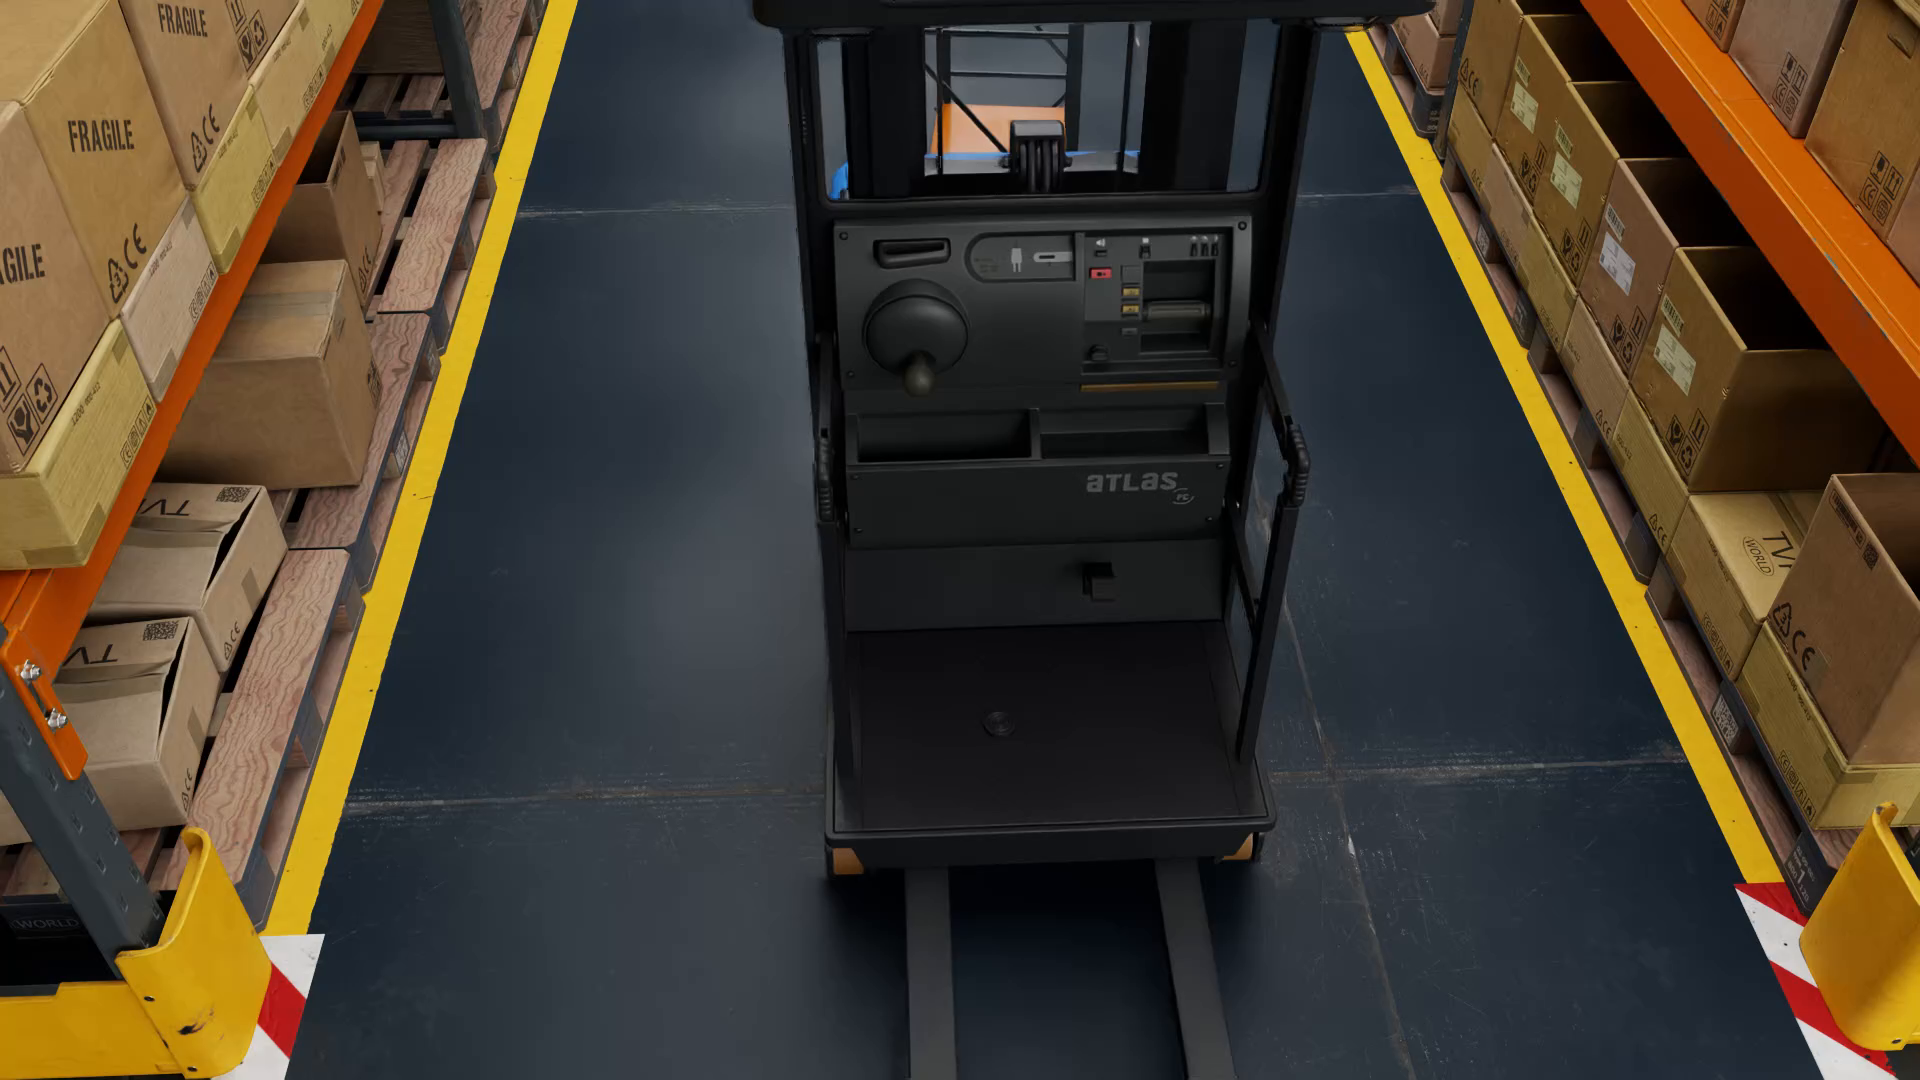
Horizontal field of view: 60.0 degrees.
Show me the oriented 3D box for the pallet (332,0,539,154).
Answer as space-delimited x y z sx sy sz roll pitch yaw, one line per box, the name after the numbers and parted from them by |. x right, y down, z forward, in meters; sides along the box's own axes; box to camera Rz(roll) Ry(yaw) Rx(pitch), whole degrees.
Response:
-2.475 -2.100 7.384 1.003 0.211 1.213 -2 43 -2 | pallet

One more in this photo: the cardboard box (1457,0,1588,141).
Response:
2.216 -1.842 6.209 0.500 0.500 0.500 -2 43 -2 | cardboard box

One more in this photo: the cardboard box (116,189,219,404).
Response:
-2.010 -0.542 3.718 0.500 0.250 0.500 -3 43 -3 | cardboard box

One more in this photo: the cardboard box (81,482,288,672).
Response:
-2.234 0.073 4.615 0.500 0.311 0.500 2 43 2 | cardboard box

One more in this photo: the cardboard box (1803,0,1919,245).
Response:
2.629 -1.088 4.143 0.700 0.500 0.500 -1 43 -2 | cardboard box

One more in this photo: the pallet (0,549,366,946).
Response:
-2.273 0.526 4.520 1.003 0.211 1.213 -2 43 -2 | pallet

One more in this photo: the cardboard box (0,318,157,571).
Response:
-1.974 -0.192 3.336 0.500 0.250 0.500 -3 43 -3 | cardboard box

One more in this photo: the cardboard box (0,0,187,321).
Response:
-2.001 -0.795 3.439 0.500 0.500 0.500 -2 43 -2 | cardboard box

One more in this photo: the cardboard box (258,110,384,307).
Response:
-2.356 -1.143 5.802 0.500 0.500 0.500 -5 43 -5 | cardboard box

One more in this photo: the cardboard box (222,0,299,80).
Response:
-2.051 -1.492 4.199 0.500 0.500 0.500 0 43 0 | cardboard box

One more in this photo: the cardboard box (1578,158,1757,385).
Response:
2.282 -0.830 5.104 0.500 0.500 0.500 -2 43 -2 | cardboard box

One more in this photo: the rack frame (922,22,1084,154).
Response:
0.104 -0.980 5.210 0.500 1.500 0.032 3 43 3 | rack frame

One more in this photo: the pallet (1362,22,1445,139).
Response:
2.439 -2.215 7.510 1.003 0.211 1.213 -2 43 -2 | pallet

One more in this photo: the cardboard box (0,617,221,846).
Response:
-2.210 0.458 4.195 0.500 0.311 0.500 -6 43 -7 | cardboard box

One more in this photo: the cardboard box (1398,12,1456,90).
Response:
2.202 -2.159 7.110 0.500 0.250 0.500 -2 43 -2 | cardboard box

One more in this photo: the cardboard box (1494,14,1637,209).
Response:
2.245 -1.505 5.841 0.500 0.500 0.500 -2 43 -2 | cardboard box

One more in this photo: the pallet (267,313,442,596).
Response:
-2.321 -0.296 5.417 1.003 0.211 1.213 -2 43 -2 | pallet

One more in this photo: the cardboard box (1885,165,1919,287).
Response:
2.645 -0.753 3.778 0.700 0.500 0.500 -1 43 -1 | cardboard box

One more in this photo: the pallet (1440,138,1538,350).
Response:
2.501 -1.181 6.382 1.003 0.211 1.213 -2 43 -2 | pallet

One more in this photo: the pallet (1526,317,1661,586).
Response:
2.556 -0.355 5.481 1.003 0.211 1.213 -2 43 -2 | pallet

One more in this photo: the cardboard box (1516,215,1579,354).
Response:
2.258 -0.891 5.726 0.500 0.250 0.500 -2 43 -2 | cardboard box

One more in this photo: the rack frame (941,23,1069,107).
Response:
0.171 -1.666 5.957 0.500 1.500 0.032 3 43 3 | rack frame

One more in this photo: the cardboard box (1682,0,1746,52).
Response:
2.580 -1.789 4.908 0.700 0.500 0.500 -1 43 -1 | cardboard box

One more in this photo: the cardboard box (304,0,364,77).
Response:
-2.067 -1.567 4.836 0.500 0.250 0.500 -2 43 -2 | cardboard box

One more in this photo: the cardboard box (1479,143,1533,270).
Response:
2.242 -1.228 6.094 0.500 0.250 0.500 -2 43 -2 | cardboard box

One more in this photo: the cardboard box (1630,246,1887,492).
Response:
2.302 -0.492 4.736 0.500 0.500 0.500 -2 43 -2 | cardboard box

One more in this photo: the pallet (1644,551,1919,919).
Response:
2.605 0.467 4.585 1.003 0.211 1.213 -2 43 -2 | pallet

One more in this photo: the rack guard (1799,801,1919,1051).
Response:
2.680 0.891 3.907 1.175 0.500 0.348 -2 43 -2 | rack guard

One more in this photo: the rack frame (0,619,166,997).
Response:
-2.270 0.098 2.923 1.000 3.000 0.127 -2 43 -2 | rack frame

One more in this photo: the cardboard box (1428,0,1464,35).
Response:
2.205 -2.360 6.914 0.500 0.311 0.500 -2 43 -2 | cardboard box

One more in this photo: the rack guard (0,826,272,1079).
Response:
-2.273 0.969 3.823 1.175 0.500 0.348 -2 43 -2 | rack guard

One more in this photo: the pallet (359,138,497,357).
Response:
-2.376 -1.122 6.317 1.003 0.211 1.213 -2 43 -2 | pallet

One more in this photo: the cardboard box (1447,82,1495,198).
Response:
2.226 -1.566 6.463 0.500 0.250 0.500 -2 43 -2 | cardboard box

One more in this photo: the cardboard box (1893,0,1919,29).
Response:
2.429 -1.271 3.863 0.380 0.149 0.250 0 43 0 | cardboard box

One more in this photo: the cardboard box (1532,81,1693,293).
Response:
2.258 -1.167 5.472 0.500 0.500 0.500 -2 43 -2 | cardboard box

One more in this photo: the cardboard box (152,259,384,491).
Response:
-2.215 -0.493 5.093 0.700 0.500 0.500 -4 43 -4 | cardboard box

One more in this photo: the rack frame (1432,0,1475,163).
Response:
2.509 -2.747 6.027 1.000 3.000 0.127 -2 43 -2 | rack frame

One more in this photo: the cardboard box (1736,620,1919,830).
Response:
2.361 0.459 4.253 0.500 0.250 0.500 -2 43 -2 | cardboard box

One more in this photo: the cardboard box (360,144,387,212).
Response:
-2.387 -1.359 6.284 0.380 0.166 0.250 -7 43 -7 | cardboard box

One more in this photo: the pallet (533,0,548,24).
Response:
-2.529 -2.925 8.285 1.003 0.211 1.213 -2 43 -2 | pallet

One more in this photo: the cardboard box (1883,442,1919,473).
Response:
2.855 -0.170 4.384 0.500 0.500 0.500 -2 43 -2 | cardboard box

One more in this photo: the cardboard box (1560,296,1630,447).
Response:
2.285 -0.553 5.358 0.500 0.250 0.500 -2 43 -2 | cardboard box

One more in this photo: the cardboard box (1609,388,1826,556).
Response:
2.305 -0.216 4.989 0.500 0.250 0.500 -2 43 -2 | cardboard box

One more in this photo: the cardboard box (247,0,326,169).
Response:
-2.045 -1.228 4.466 0.500 0.250 0.500 -1 43 -1 | cardboard box

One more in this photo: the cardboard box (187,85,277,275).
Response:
-2.026 -0.886 4.093 0.500 0.250 0.500 -2 43 -2 | cardboard box

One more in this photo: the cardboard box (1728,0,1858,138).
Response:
2.603 -1.444 4.531 0.700 0.500 0.500 0 43 -1 | cardboard box

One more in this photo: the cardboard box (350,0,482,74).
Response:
-2.488 -2.339 7.106 0.700 0.500 0.500 0 43 0 | cardboard box

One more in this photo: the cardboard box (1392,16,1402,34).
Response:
2.182 -2.501 7.483 0.500 0.250 0.500 -2 43 -2 | cardboard box

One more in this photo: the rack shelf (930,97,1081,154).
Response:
0.138 -1.190 5.705 0.538 0.185 1.000 3 43 3 | rack shelf

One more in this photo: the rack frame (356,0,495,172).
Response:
-2.440 -2.602 5.869 1.000 3.000 0.127 -2 43 -2 | rack frame

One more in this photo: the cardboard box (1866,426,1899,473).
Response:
2.821 -0.507 4.752 0.500 0.500 0.500 -2 43 -2 | cardboard box

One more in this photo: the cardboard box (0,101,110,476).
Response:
-1.990 -0.461 3.074 0.500 0.500 0.500 -2 43 -2 | cardboard box

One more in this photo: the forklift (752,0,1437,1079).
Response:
0.199 -0.445 3.566 1.130 2.935 3.031 -2 43 -2 | forklift

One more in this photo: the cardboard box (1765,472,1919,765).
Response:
2.359 0.183 4.000 0.500 0.500 0.500 -2 43 -2 | cardboard box

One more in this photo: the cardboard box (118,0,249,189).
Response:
-2.017 -1.144 3.819 0.500 0.500 0.500 -3 43 -3 | cardboard box

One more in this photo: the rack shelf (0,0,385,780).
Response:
-2.355 -0.987 4.639 1.077 0.370 4.000 -2 43 -2 | rack shelf

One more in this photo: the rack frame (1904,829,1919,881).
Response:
2.679 -0.046 3.080 1.000 3.000 0.127 -2 43 -2 | rack frame

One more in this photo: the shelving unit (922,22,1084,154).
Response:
0.138 -1.329 5.590 0.587 1.500 1.083 3 43 3 | shelving unit

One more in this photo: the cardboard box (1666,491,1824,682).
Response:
2.328 0.122 4.621 0.500 0.250 0.500 -2 43 -2 | cardboard box
